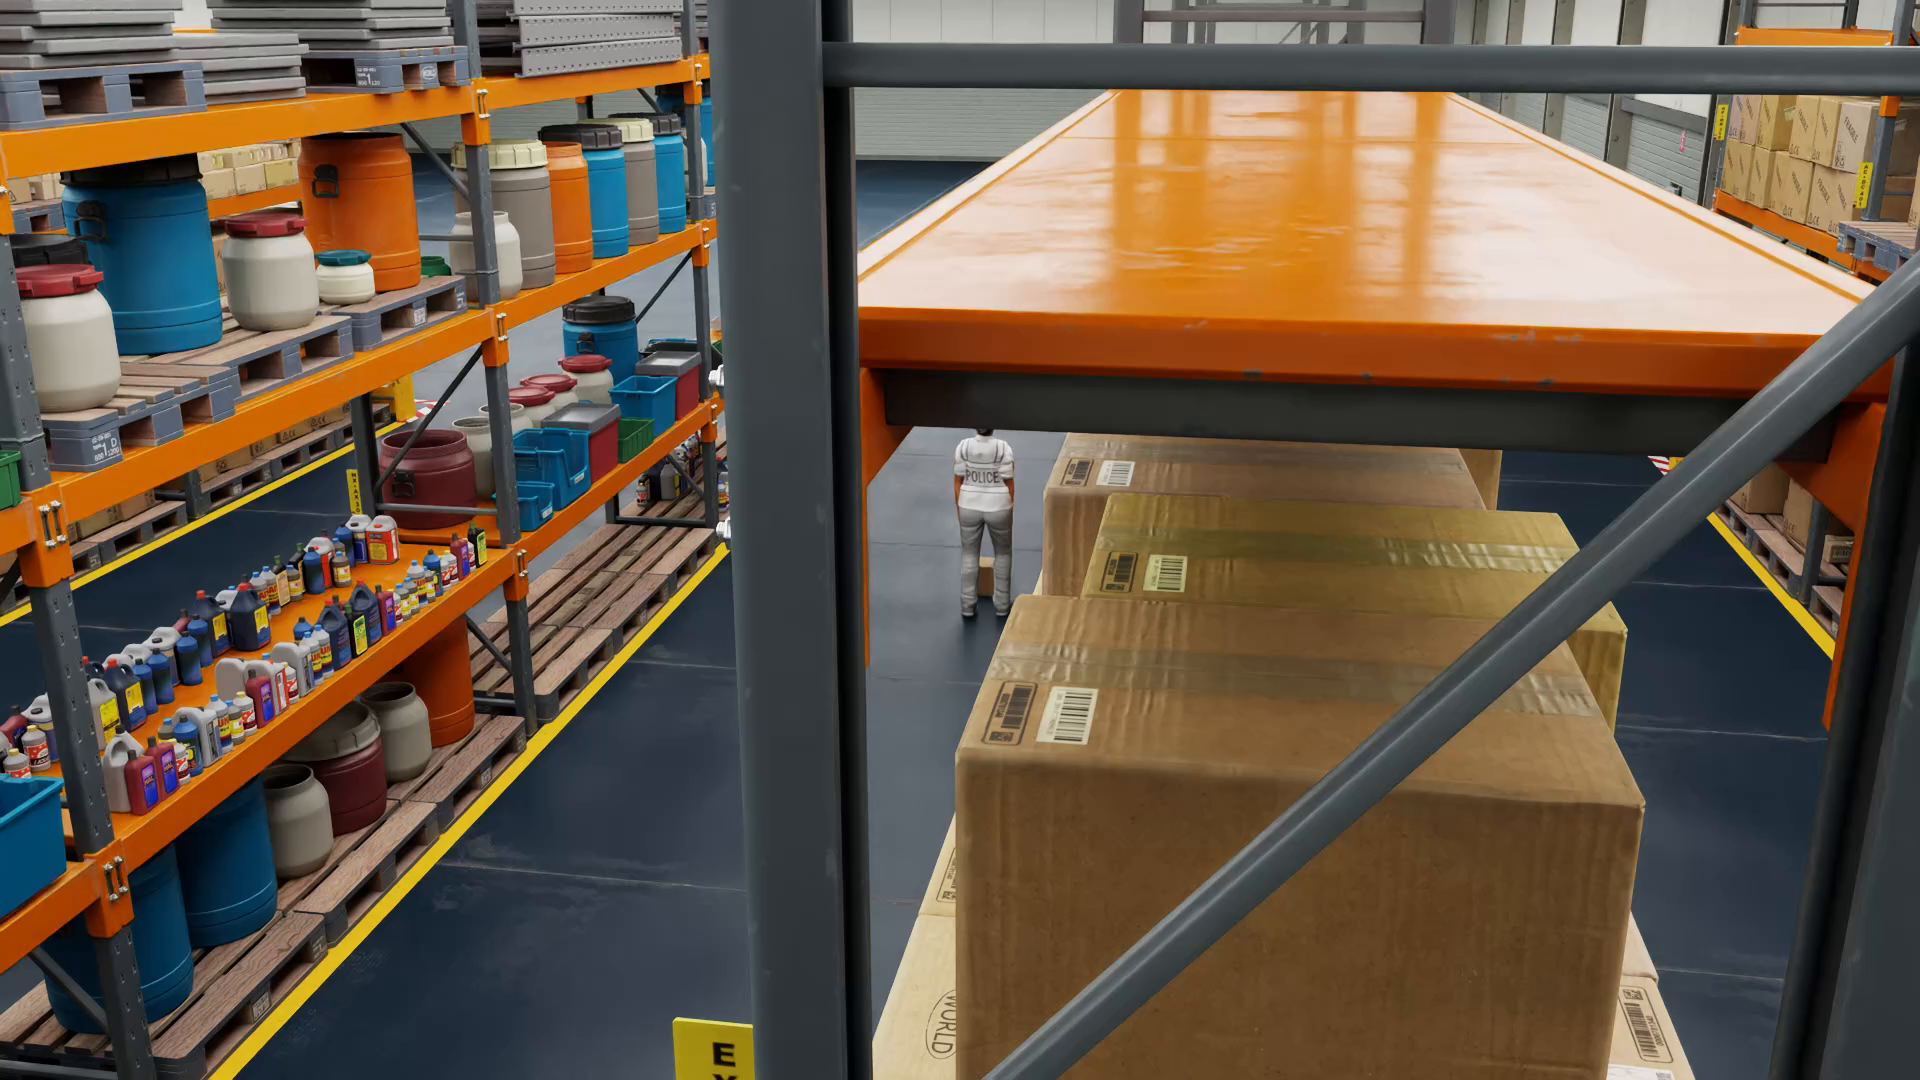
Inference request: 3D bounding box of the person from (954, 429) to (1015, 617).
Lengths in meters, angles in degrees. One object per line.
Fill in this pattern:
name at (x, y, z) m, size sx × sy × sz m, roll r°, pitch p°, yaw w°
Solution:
person at (0.187, -0.225, 12.764) m, size 0.466 × 1.662 × 0.391 m, roll 3°, pitch 18°, yaw 10°
